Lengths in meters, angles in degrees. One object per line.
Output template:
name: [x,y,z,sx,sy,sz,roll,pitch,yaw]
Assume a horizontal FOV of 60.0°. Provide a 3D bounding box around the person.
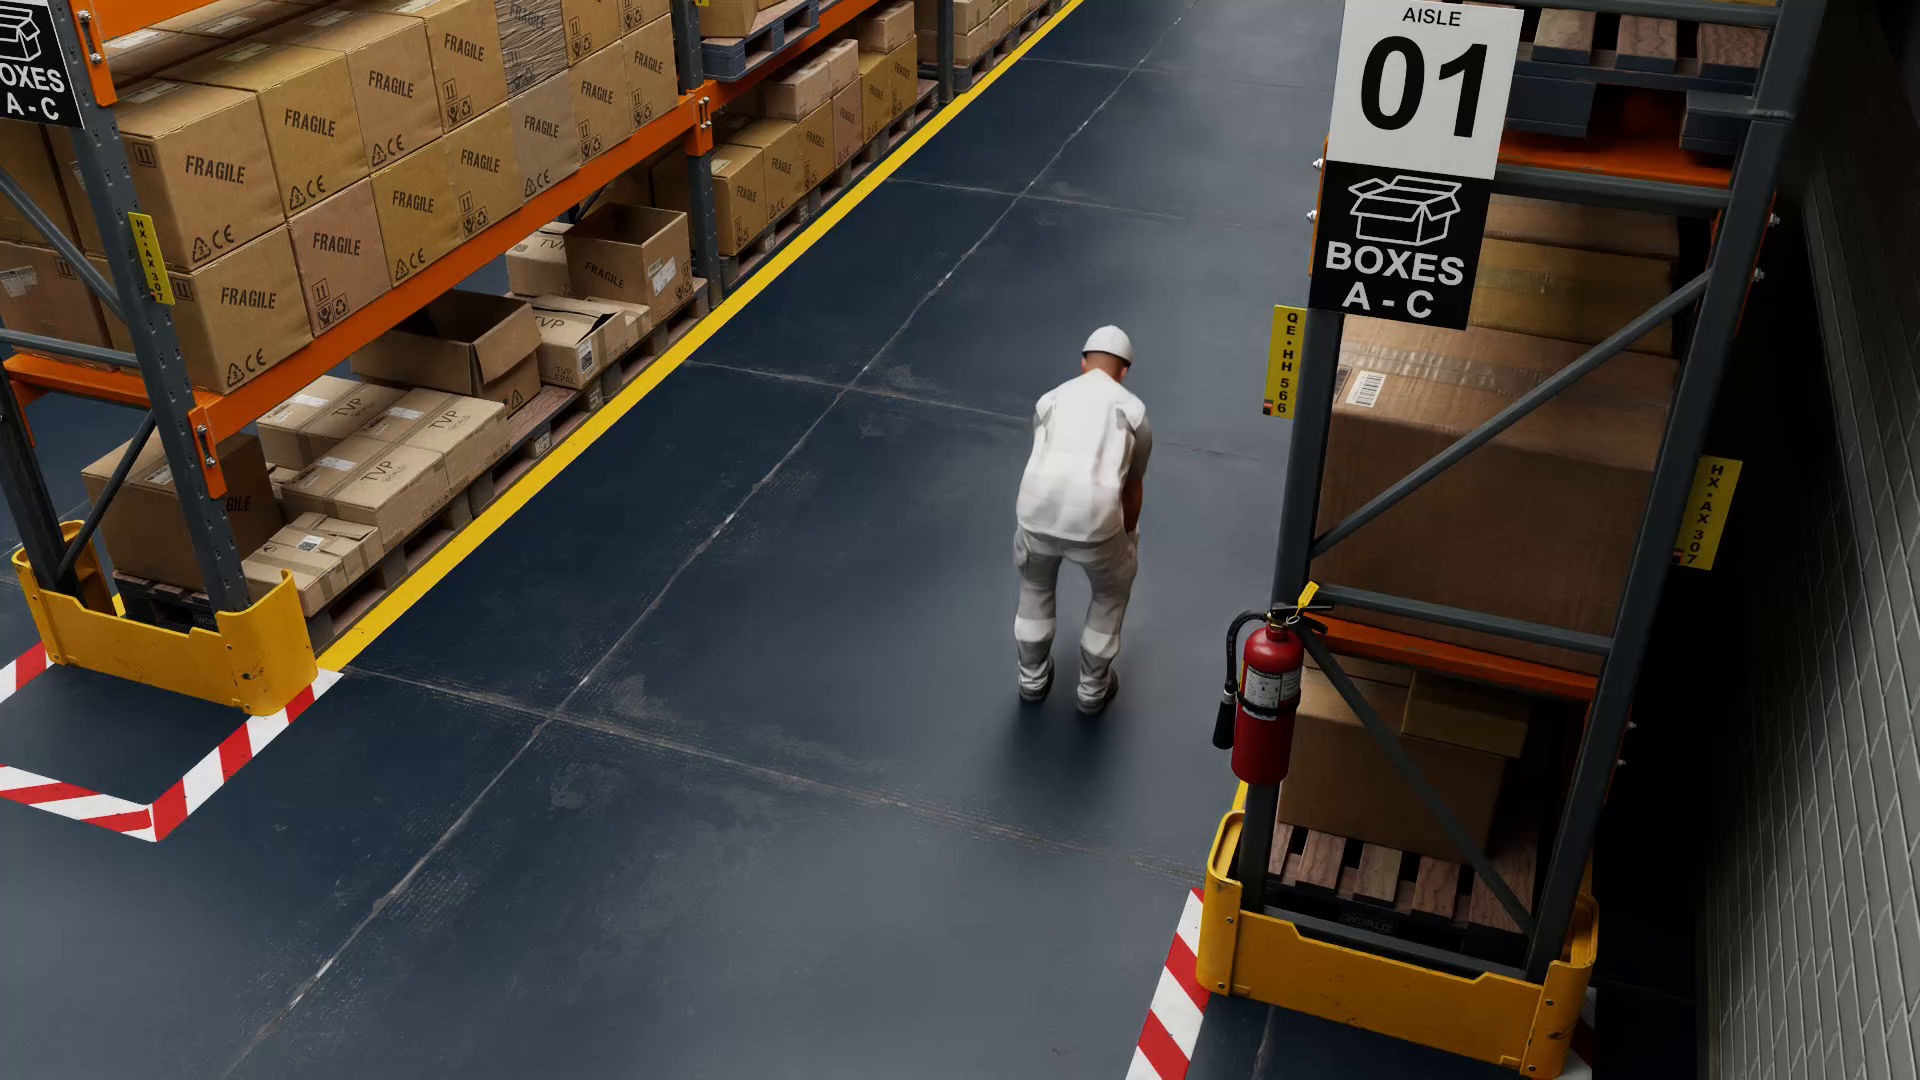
person: [0.498,-0.075,6.594,0.498,1.392,0.884,10,34,15]
